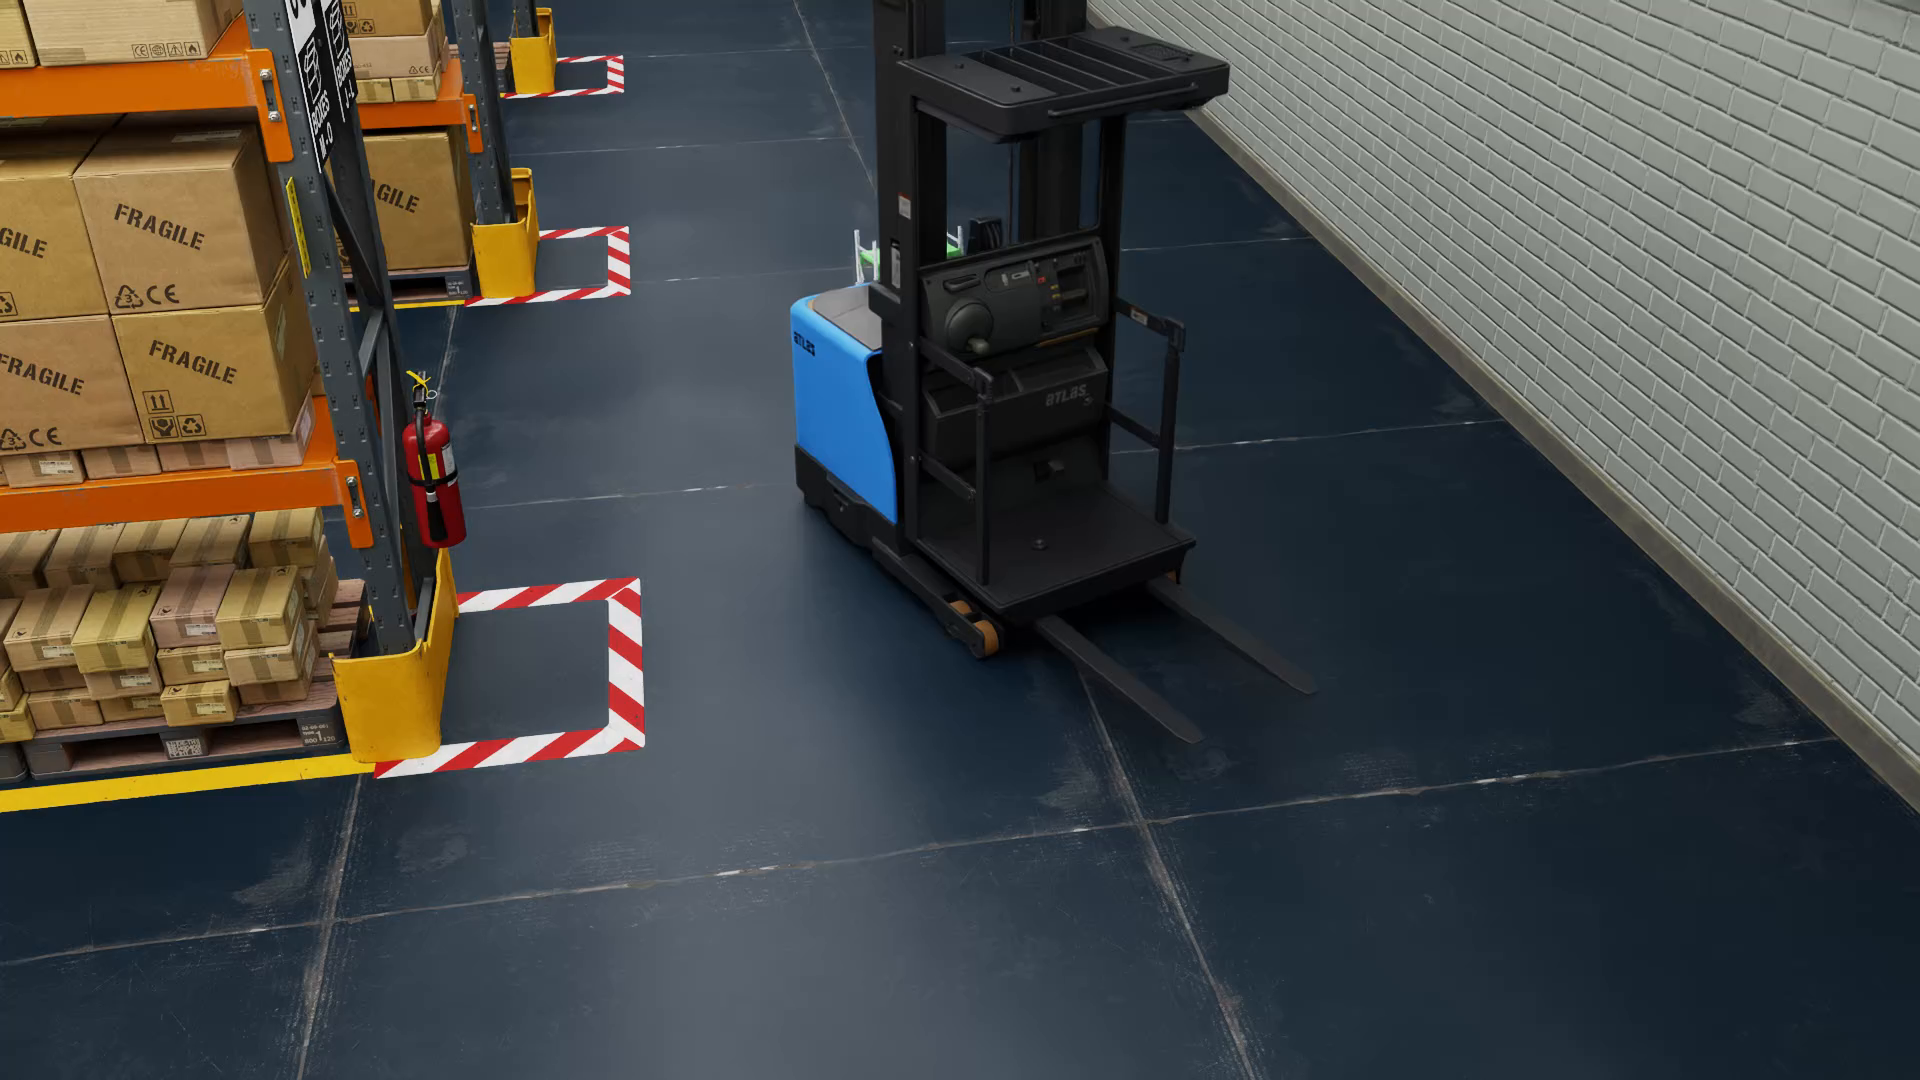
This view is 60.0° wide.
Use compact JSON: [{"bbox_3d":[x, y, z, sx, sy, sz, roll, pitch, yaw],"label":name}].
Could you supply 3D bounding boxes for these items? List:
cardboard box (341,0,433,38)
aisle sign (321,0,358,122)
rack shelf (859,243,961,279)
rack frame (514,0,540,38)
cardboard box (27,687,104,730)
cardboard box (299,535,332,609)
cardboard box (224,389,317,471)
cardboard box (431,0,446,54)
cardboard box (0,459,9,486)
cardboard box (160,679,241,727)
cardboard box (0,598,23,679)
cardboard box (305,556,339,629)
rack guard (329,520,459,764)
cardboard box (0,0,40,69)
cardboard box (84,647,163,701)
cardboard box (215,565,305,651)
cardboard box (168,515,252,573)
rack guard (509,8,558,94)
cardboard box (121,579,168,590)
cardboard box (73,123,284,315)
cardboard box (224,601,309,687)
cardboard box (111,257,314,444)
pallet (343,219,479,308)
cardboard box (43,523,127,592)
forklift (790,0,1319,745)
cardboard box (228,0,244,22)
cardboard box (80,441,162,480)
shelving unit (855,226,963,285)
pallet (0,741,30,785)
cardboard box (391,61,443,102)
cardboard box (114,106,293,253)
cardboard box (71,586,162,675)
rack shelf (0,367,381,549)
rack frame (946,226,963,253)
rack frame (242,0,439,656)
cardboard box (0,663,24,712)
[{"bbox_3d":[-3.545,-3.392,10.174,0.500,0.500,0.500,-5,31,-8],"label":"cardboard box"},{"bbox_3d":[-2.301,-1.975,6.085,0.004,0.787,0.394,-5,31,-9],"label":"aisle sign"},{"bbox_3d":[-0.263,-1.451,8.701,0.480,0.148,0.258,-15,30,-24],"label":"rack shelf"},{"bbox_3d":[-4.005,-5.650,14.900,0.127,3.000,1.000,-5,31,-9],"label":"rack frame"},{"bbox_3d":[-3.550,0.586,6.693,0.250,0.149,0.380,-5,31,-8],"label":"cardboard box"},{"bbox_3d":[-2.880,0.141,7.156,0.250,0.149,0.380,-4,31,-7],"label":"cardboard box"},{"bbox_3d":[-2.588,-0.420,6.252,0.250,0.149,0.380,-5,31,-9],"label":"cardboard box"},{"bbox_3d":[-3.633,-3.335,10.817,0.500,0.250,0.500,-6,31,-10],"label":"cardboard box"},{"bbox_3d":[-3.595,-0.341,6.118,0.250,0.149,0.380,-7,31,-11],"label":"cardboard box"},{"bbox_3d":[-3.034,0.575,6.710,0.250,0.149,0.380,-4,31,-7],"label":"cardboard box"},{"bbox_3d":[-3.803,0.393,6.433,0.250,0.149,0.380,-4,31,-7],"label":"cardboard box"},{"bbox_3d":[-2.892,0.238,7.285,0.250,0.149,0.380,-5,31,-8],"label":"cardboard box"},{"bbox_3d":[-2.393,0.386,7.100,0.348,0.500,1.175,-5,31,-9],"label":"rack guard"},{"bbox_3d":[-3.219,-1.703,5.376,0.500,0.250,0.500,-5,31,-9],"label":"cardboard box"},{"bbox_3d":[-3.297,0.460,6.613,0.250,0.149,0.380,-7,31,-11],"label":"cardboard box"},{"bbox_3d":[-2.794,0.268,6.647,0.250,0.149,0.380,-5,31,-8],"label":"cardboard box"},{"bbox_3d":[-3.145,0.057,7.006,0.250,0.149,0.380,-5,31,-8],"label":"cardboard box"},{"bbox_3d":[-3.983,-4.581,15.548,0.348,0.500,1.175,-5,31,-9],"label":"rack guard"},{"bbox_3d":[-3.385,0.204,7.048,0.250,0.149,0.380,-5,31,-8],"label":"cardboard box"},{"bbox_3d":[-2.724,-1.135,5.842,0.500,0.500,0.500,-6,31,-10],"label":"cardboard box"},{"bbox_3d":[-2.786,0.412,6.695,0.250,0.149,0.380,-6,31,-10],"label":"cardboard box"},{"bbox_3d":[-2.714,-0.700,6.090,0.500,0.500,0.500,-5,31,-8],"label":"cardboard box"},{"bbox_3d":[-3.885,-1.867,11.216,1.213,0.211,1.003,-5,31,-9],"label":"pallet"},{"bbox_3d":[-3.645,0.080,6.967,0.250,0.149,0.380,-7,31,-11],"label":"cardboard box"},{"bbox_3d":[0.369,-1.015,7.084,1.130,2.935,3.031,-18,35,-28],"label":"forklift"},{"bbox_3d":[-2.806,-2.013,5.903,0.500,0.250,0.500,-4,31,-7],"label":"cardboard box"},{"bbox_3d":[-3.084,-0.385,6.193,0.250,0.149,0.380,-6,31,-9],"label":"cardboard box"},{"bbox_3d":[-0.252,-1.083,8.893,0.503,1.200,0.258,-15,30,-24],"label":"shelving unit"},{"bbox_3d":[-4.396,0.677,6.891,1.213,0.211,1.003,-5,31,-9],"label":"pallet"},{"bbox_3d":[-3.404,-2.876,10.429,0.250,0.149,0.380,-5,31,-8],"label":"cardboard box"},{"bbox_3d":[-2.808,-1.392,6.280,0.500,0.500,0.500,-5,31,-9],"label":"cardboard box"},{"bbox_3d":[-3.283,0.349,6.509,0.250,0.149,0.380,-6,31,-10],"label":"cardboard box"},{"bbox_3d":[-4.286,-0.206,6.350,4.000,0.370,1.077,-5,31,-9],"label":"rack shelf"},{"bbox_3d":[-0.036,-1.140,8.991,0.015,1.200,0.240,-15,30,-24],"label":"rack frame"},{"bbox_3d":[-2.319,-0.699,6.479,0.127,3.000,1.000,-5,31,-9],"label":"rack frame"},{"bbox_3d":[-3.804,0.514,6.522,0.250,0.149,0.380,-5,31,-8],"label":"cardboard box"}]
